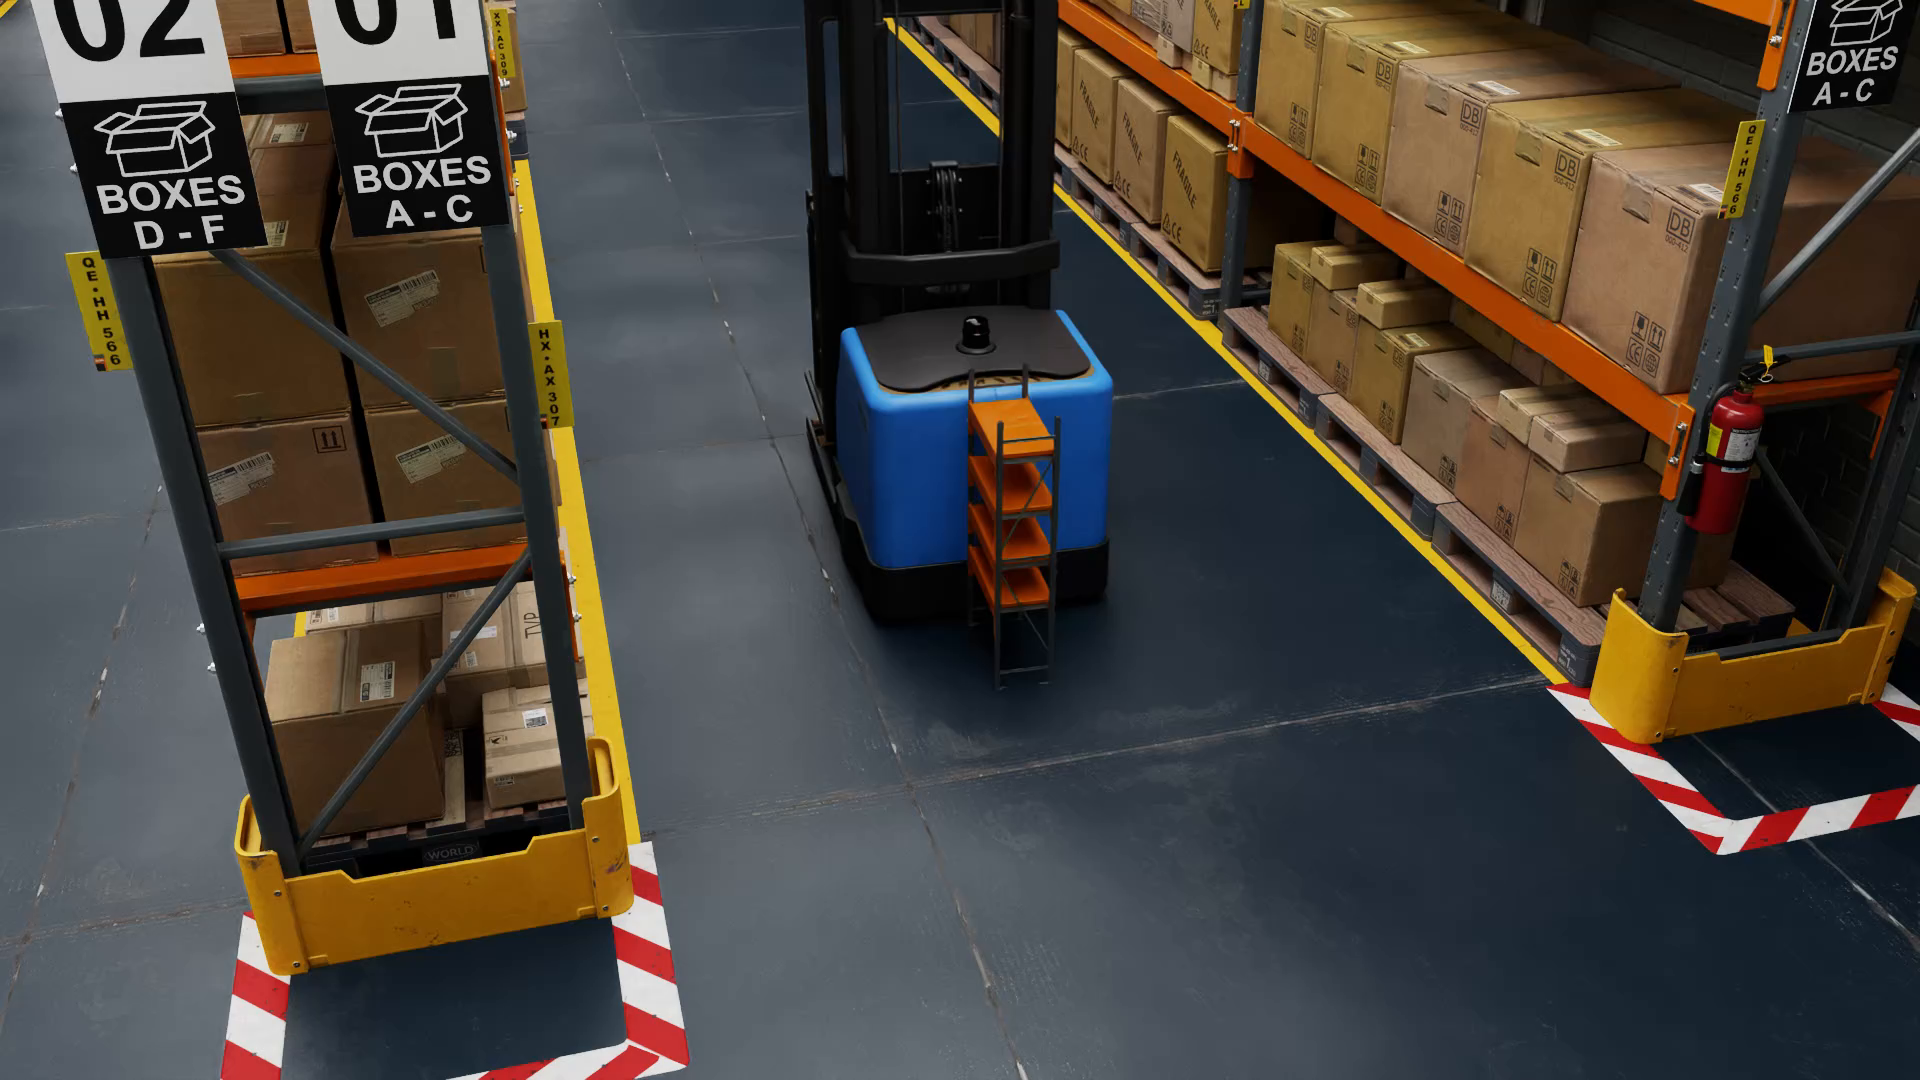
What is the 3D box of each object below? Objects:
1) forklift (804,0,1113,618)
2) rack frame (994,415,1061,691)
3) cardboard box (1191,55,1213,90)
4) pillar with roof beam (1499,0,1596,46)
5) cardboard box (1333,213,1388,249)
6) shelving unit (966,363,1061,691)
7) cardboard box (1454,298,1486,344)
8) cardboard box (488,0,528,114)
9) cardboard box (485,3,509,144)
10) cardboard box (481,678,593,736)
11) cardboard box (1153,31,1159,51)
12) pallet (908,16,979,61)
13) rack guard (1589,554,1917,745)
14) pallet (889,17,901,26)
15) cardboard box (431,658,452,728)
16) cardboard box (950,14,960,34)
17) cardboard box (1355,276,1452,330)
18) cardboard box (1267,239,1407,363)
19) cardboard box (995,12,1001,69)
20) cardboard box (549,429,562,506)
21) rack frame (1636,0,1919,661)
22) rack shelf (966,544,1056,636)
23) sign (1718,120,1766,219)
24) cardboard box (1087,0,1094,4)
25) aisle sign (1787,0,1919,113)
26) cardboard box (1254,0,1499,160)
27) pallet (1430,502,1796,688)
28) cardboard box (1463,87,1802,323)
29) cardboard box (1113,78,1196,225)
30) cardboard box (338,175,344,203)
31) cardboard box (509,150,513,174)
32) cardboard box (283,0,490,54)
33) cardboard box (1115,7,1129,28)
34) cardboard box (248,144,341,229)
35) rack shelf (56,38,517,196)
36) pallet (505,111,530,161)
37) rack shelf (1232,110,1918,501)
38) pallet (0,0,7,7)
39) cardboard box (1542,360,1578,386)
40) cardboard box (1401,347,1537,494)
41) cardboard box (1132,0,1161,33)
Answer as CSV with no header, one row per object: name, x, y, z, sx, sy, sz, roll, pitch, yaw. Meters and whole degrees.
forklift,-0.171,-1.663,7.697,1.130,2.935,3.031,-6,31,-11
rack frame,0.255,0.075,6.423,0.240,1.200,0.015,-6,31,-11
cardboard box,1.582,-2.753,9.742,0.380,0.149,0.250,-7,31,-12
pillar with roof beam,-1.096,-4.409,6.385,9.100,9.000,0.400,-8,31,-13
cardboard box,2.287,-1.711,9.140,0.380,0.149,0.250,-8,31,-14
shelving unit,0.204,-0.045,6.630,0.258,1.200,0.503,-6,31,-11
cardboard box,2.635,-1.083,8.055,0.380,0.149,0.250,-8,31,-14
cardboard box,-2.651,-2.432,8.438,0.700,0.500,0.500,-19,35,-30
cardboard box,-2.218,-1.967,7.056,0.500,0.500,0.500,-8,31,-14
cardboard box,-1.525,0.651,6.020,0.380,0.166,0.250,-8,31,-13
cardboard box,1.429,-3.131,10.395,0.380,0.149,0.250,-8,31,-13
pallet,0.119,-4.890,15.987,1.003,0.211,1.213,-8,31,-13
rack guard,3.103,0.417,6.531,1.175,0.500,0.348,-8,31,-13
pallet,-0.301,-5.585,17.189,1.003,0.211,1.213,-8,31,-13
cardboard box,-2.081,0.582,6.139,0.380,0.166,0.250,-8,31,-13
cardboard box,0.308,-4.985,15.424,0.700,0.500,0.500,-8,31,-14
cardboard box,2.188,-1.173,8.210,0.380,0.149,0.250,-9,31,-15
cardboard box,2.134,-1.334,9.136,0.700,0.500,0.500,-7,31,-13
cardboard box,0.707,-4.254,14.161,0.700,0.500,0.500,-8,31,-13
cardboard box,-2.117,-0.375,7.648,0.500,0.311,0.500,-8,31,-13
rack frame,3.096,-0.677,5.925,1.000,3.000,0.127,-8,31,-13
rack shelf,0.204,0.185,6.763,0.258,0.148,0.480,-6,31,-11
sign,2.569,-1.215,5.462,0.100,0.325,0.005,-8,31,-13
cardboard box,1.070,-3.883,11.695,0.380,0.149,0.250,-8,31,-14
aisle sign,2.826,-1.727,5.144,0.394,0.787,0.004,-8,31,-13
cardboard box,2.163,-2.474,8.731,0.980,0.700,0.700,-7,31,-13
pallet,2.809,0.155,7.272,1.003,0.211,1.213,-8,31,-13
cardboard box,2.747,-1.401,6.877,0.980,0.700,0.700,-8,31,-14
cardboard box,1.498,-2.585,10.949,0.750,0.750,0.750,-7,31,-12
cardboard box,-1.688,-0.993,5.373,0.500,0.500,0.500,-8,31,-13
cardboard box,-2.084,-1.287,6.880,0.500,0.500,0.500,-7,31,-12
cardboard box,-1.570,-1.531,4.557,0.500,0.250,0.500,-8,31,-13
cardboard box,1.255,-3.511,11.053,0.380,0.149,0.250,-8,31,-13
cardboard box,-2.197,-0.914,5.238,0.500,0.500,0.500,-7,31,-12
rack shelf,-2.210,-1.969,5.881,1.077,0.370,4.000,-8,31,-13
pallet,-2.847,-2.265,8.861,1.003,0.211,1.213,-8,31,-13
rack shelf,2.565,-1.331,7.774,1.077,0.370,4.000,-8,31,-13
pallet,-10.426,-5.457,16.966,1.003,0.211,1.213,-8,31,-13
cardboard box,2.839,-0.714,7.417,0.380,0.149,0.250,-8,31,-13
cardboard box,2.547,-0.586,7.844,0.700,0.500,0.500,-9,31,-15
cardboard box,1.399,-3.467,10.330,0.500,0.500,0.500,-8,31,-13
